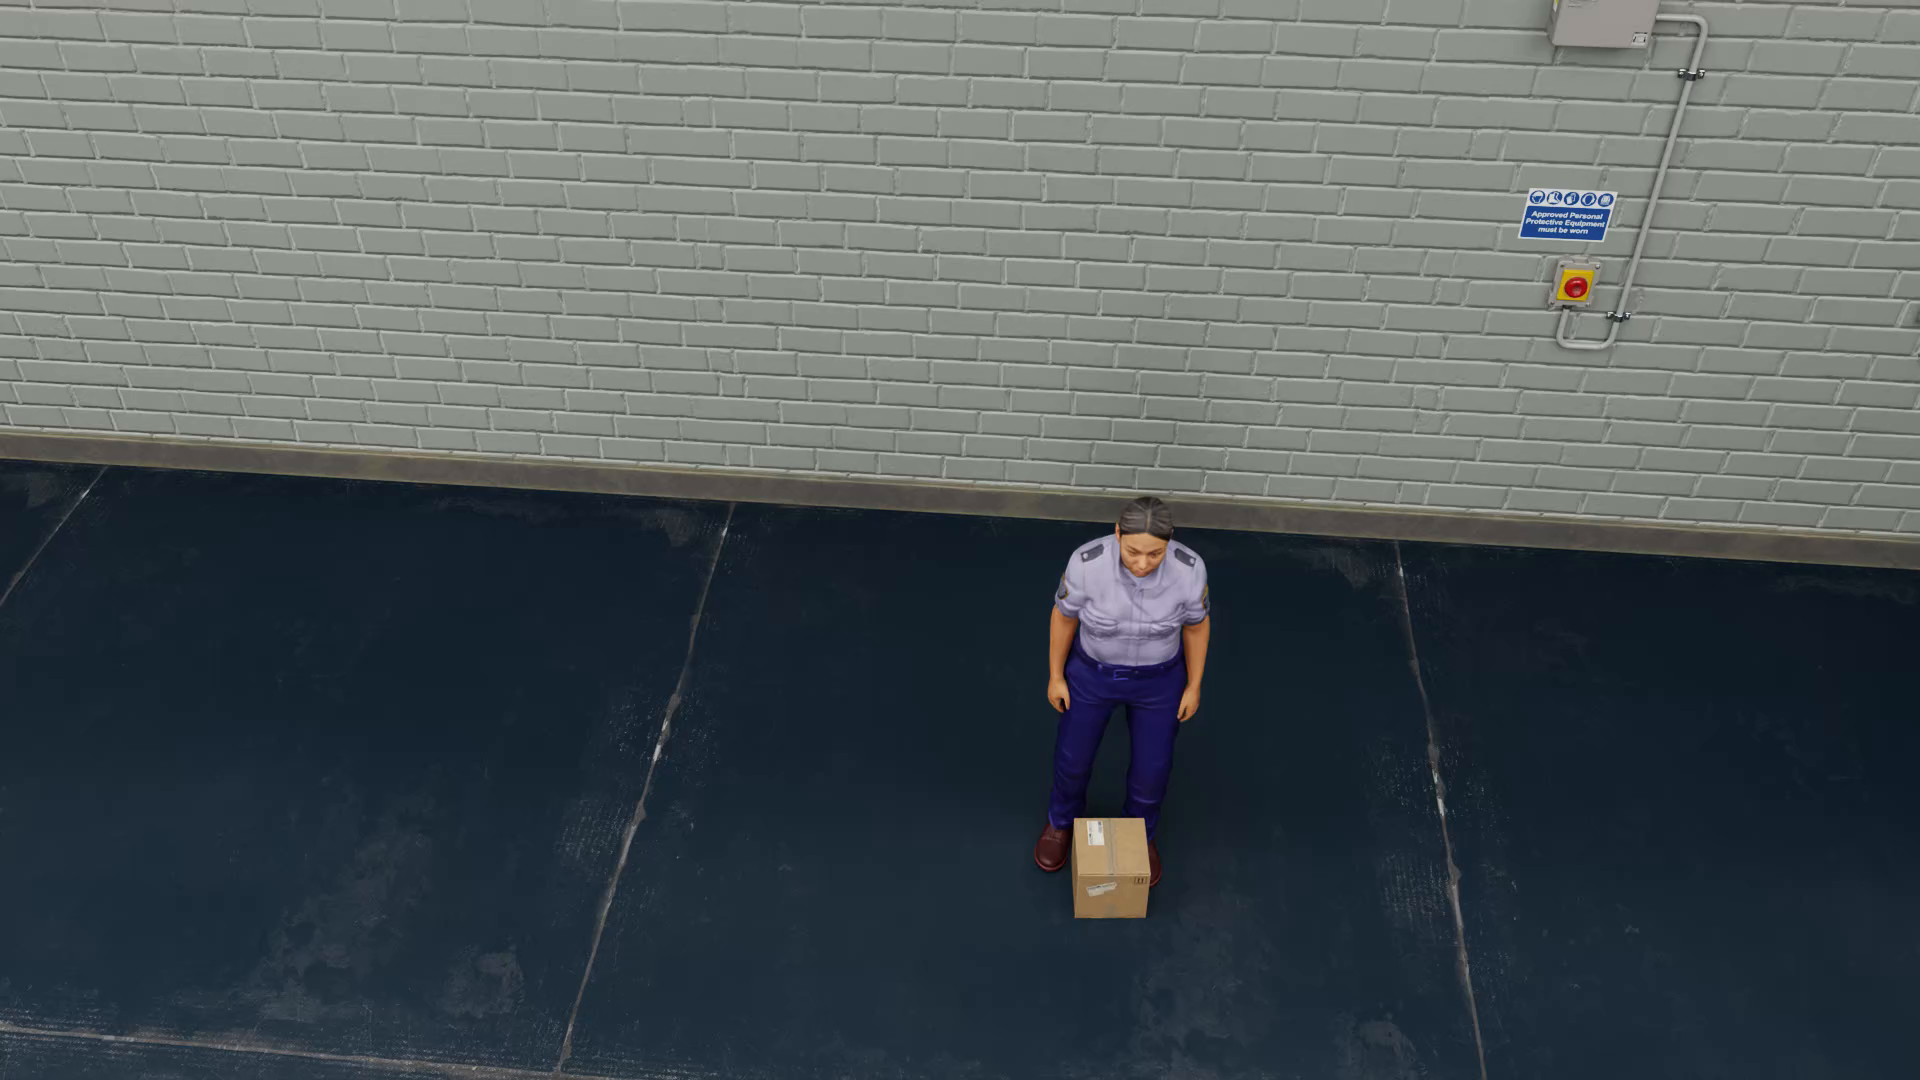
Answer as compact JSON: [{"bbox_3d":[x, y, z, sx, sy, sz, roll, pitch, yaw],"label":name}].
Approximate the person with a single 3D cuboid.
[{"bbox_3d":[0.547,0.492,5.593,0.540,1.638,0.413,3,40,4],"label":"person"}]
